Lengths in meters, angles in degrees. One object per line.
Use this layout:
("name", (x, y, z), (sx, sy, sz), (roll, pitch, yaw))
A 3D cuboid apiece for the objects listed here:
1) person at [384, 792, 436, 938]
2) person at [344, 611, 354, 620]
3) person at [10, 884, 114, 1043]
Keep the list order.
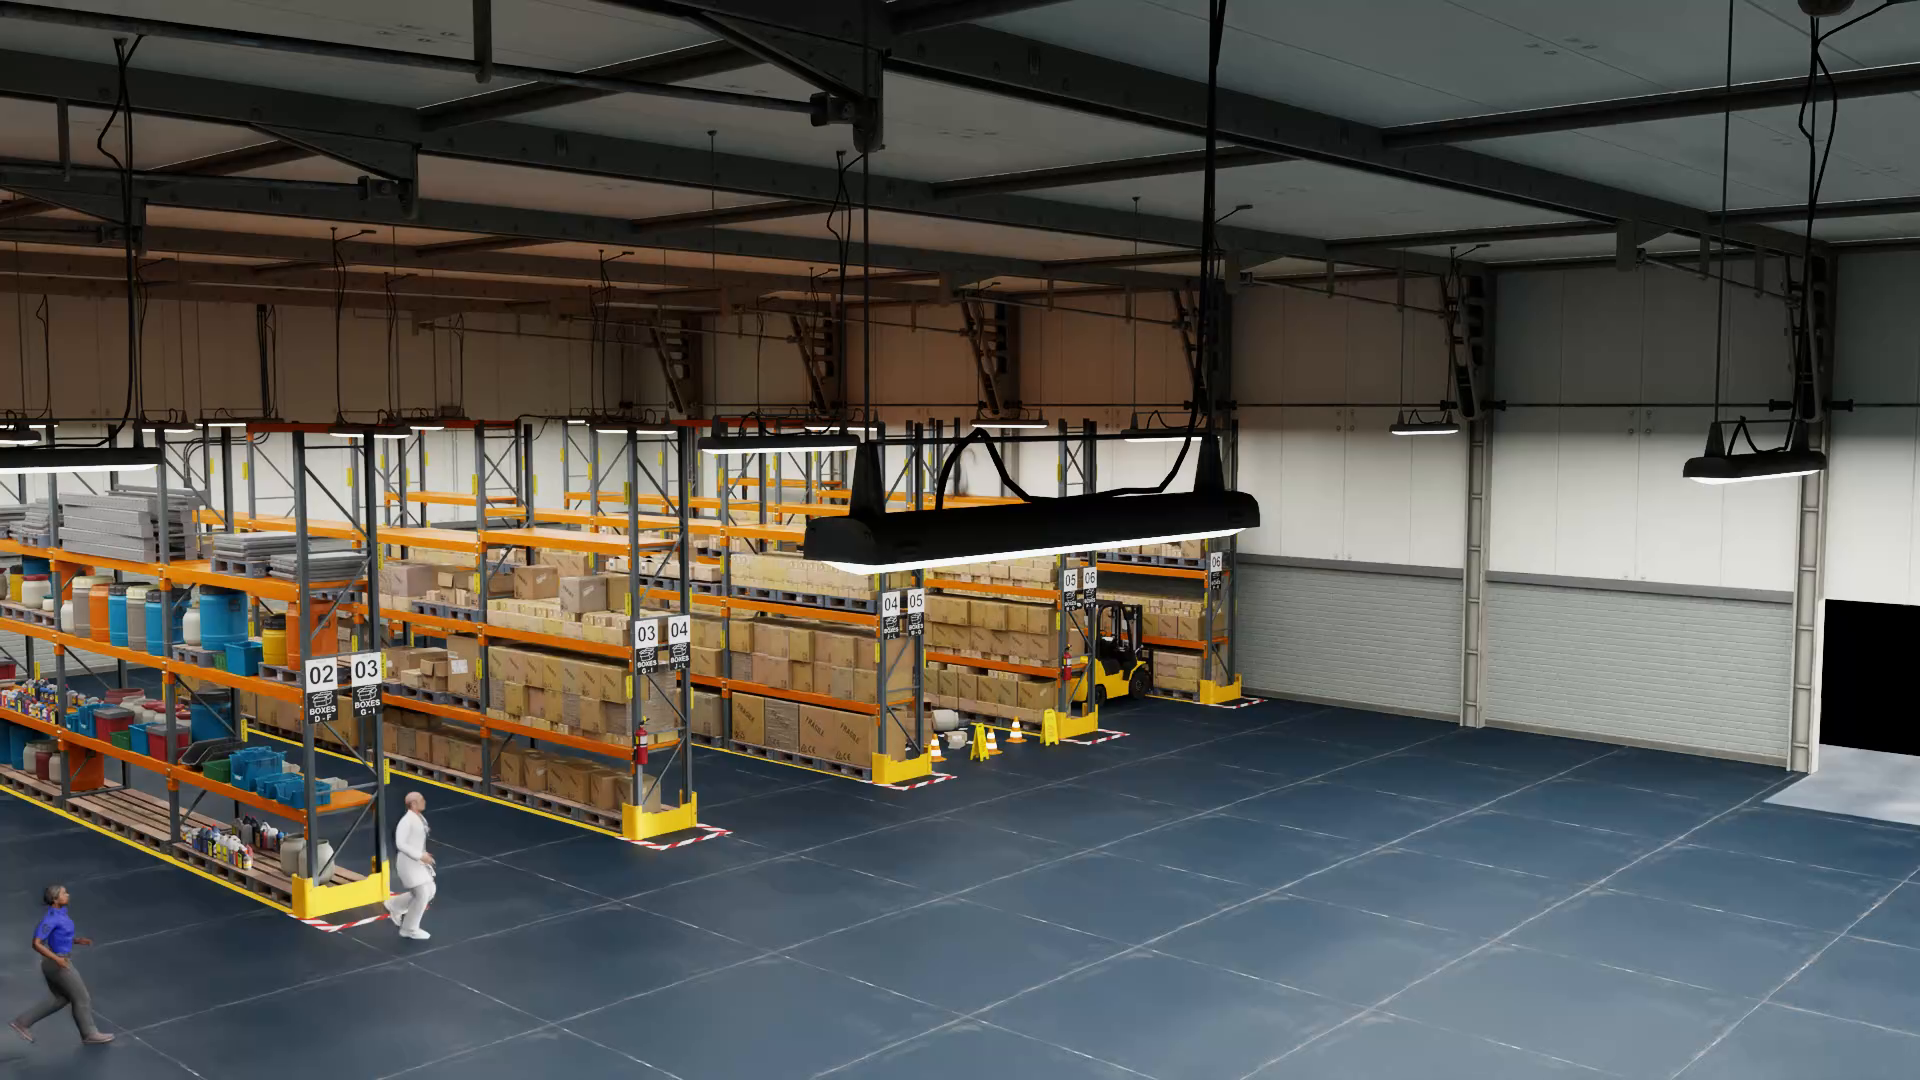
("person", (-6.545, 3.868, 19.825), (0.660, 1.737, 0.734), (0, 5, -3))
("person", (-14.191, 2.491, 38.650), (0.548, 1.396, 0.810), (-1, 5, -7))
("person", (-8.813, 4.181, 16.289), (0.880, 1.616, 0.606), (-2, 5, -28))
